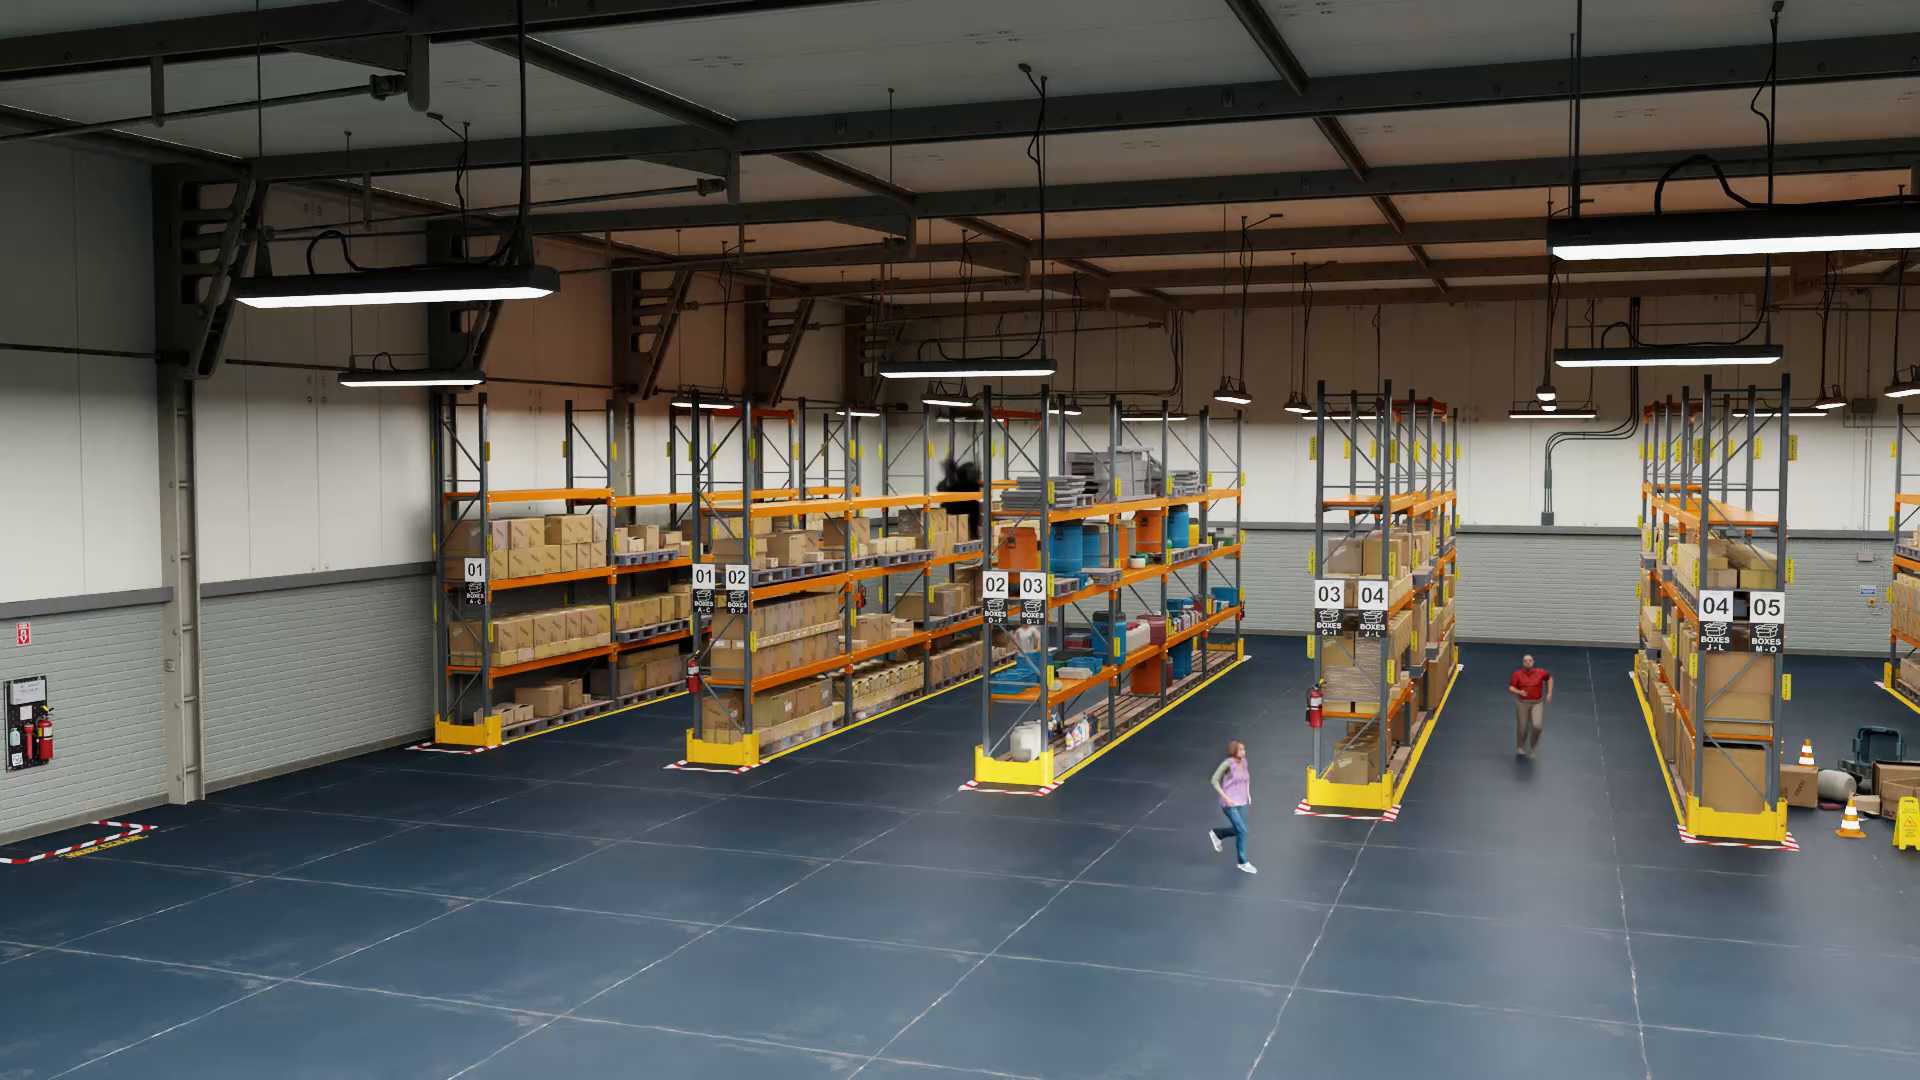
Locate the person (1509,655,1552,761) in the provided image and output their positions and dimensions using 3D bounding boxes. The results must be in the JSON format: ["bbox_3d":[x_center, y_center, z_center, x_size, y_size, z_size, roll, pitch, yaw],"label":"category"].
[{"bbox_3d":[9.244,2.710,26.950,0.677,1.718,0.872,1,3,18],"label":"person"}]

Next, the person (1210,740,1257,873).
[{"bbox_3d":[3.242,3.181,19.958,0.559,1.554,0.695,-2,4,-37],"label":"person"}]

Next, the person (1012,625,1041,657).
[{"bbox_3d":[1.375,2.365,34.439,0.605,1.629,0.571,1,3,10],"label":"person"}]
